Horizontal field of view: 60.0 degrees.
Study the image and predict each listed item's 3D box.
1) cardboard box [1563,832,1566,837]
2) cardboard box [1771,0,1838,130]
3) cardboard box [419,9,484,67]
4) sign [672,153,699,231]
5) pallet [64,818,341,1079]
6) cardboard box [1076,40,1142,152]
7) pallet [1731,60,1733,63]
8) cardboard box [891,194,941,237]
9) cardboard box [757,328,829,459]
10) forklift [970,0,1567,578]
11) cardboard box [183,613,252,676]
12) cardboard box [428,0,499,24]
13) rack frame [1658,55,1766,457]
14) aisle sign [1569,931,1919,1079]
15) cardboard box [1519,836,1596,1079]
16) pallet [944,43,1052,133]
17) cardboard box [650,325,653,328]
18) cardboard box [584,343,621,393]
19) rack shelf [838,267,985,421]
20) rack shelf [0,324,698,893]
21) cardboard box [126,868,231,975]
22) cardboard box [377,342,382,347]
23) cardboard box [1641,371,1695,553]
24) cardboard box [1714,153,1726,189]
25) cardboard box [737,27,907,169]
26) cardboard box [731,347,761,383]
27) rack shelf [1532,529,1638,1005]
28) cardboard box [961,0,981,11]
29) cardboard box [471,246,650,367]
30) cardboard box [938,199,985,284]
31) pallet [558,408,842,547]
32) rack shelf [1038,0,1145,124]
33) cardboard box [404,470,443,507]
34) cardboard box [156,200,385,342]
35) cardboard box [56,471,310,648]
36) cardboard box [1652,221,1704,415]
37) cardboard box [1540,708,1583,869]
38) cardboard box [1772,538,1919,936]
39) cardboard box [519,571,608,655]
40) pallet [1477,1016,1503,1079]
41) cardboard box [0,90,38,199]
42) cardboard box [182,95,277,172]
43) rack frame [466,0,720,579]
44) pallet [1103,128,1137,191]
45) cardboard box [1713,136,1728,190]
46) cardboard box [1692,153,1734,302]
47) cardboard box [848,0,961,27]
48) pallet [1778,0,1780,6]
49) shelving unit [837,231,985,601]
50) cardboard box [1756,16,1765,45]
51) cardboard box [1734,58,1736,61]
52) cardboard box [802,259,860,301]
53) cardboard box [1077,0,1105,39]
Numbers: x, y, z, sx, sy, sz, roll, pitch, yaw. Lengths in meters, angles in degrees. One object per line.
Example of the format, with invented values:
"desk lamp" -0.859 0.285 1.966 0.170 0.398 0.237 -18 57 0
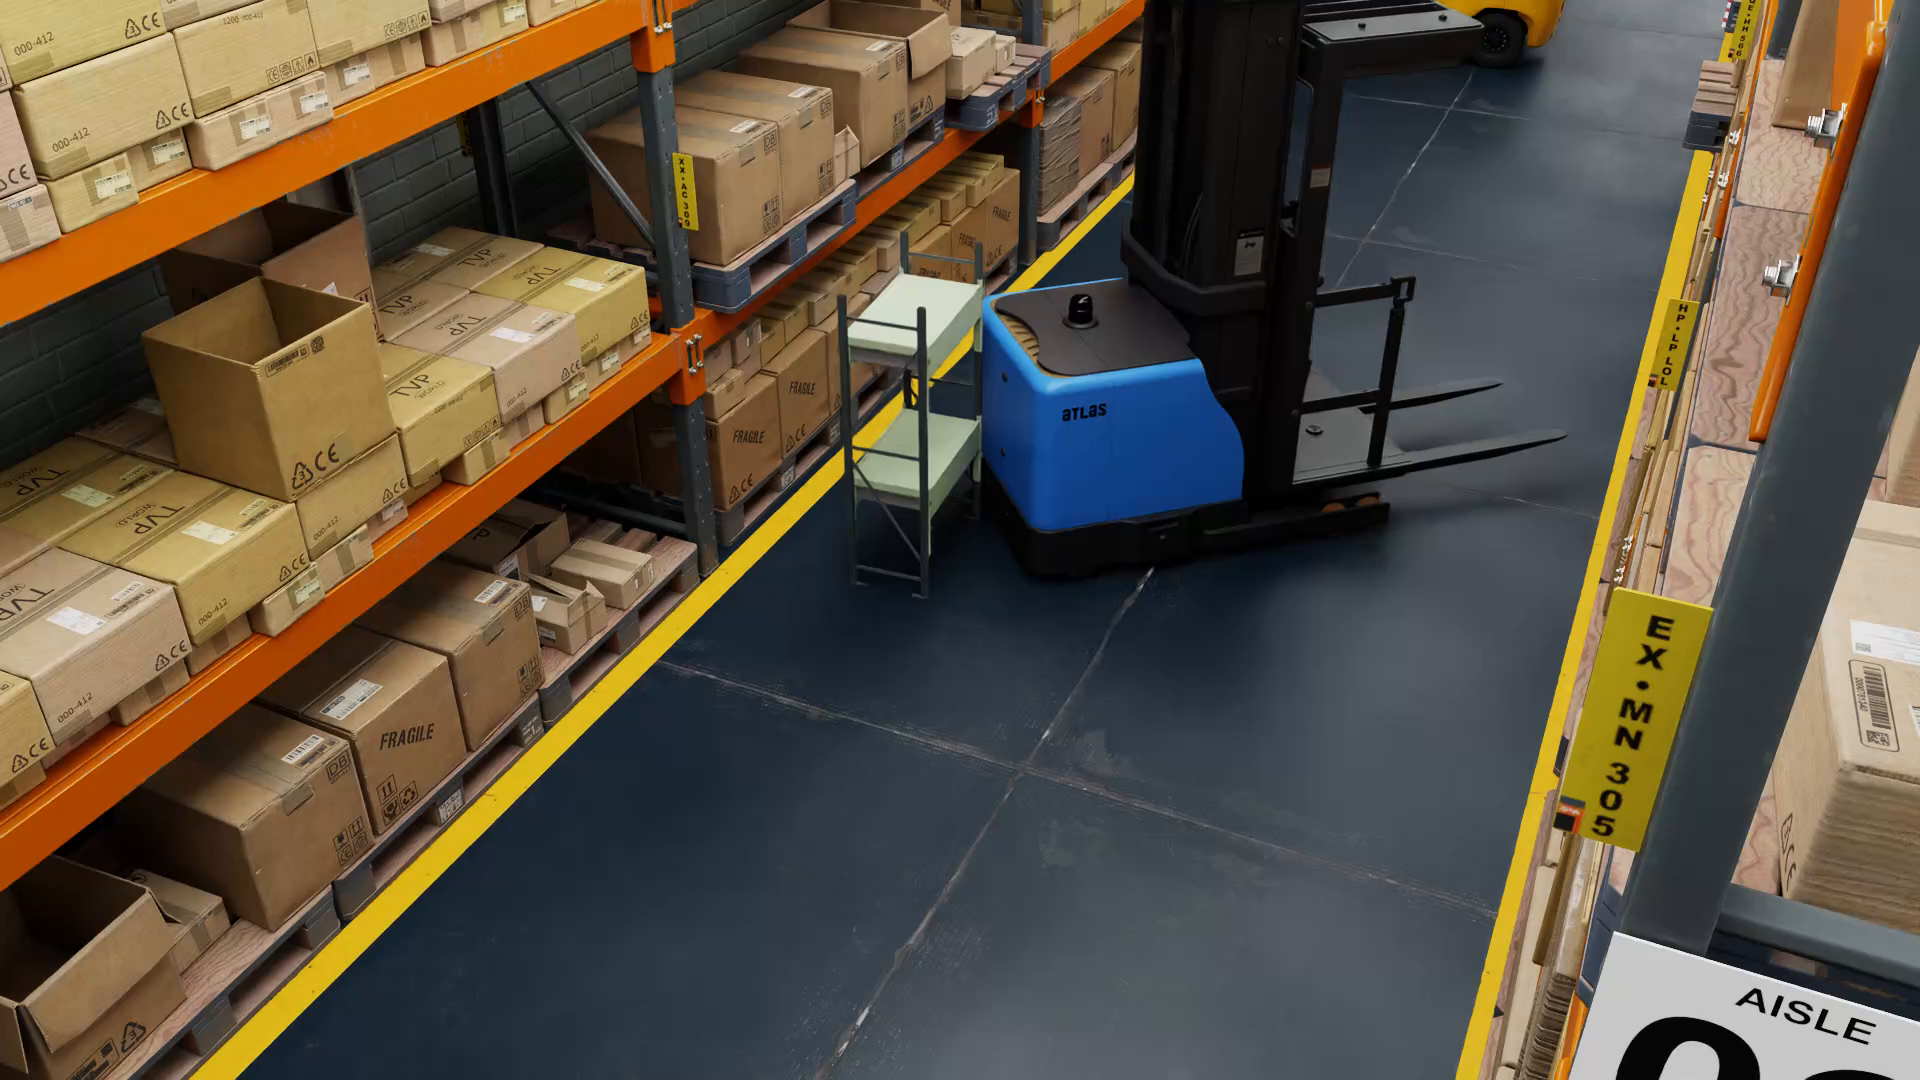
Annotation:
"cardboard box" 2.003 0.553 4.579 0.500 0.500 0.500 14 36 21
"cardboard box" 2.429 -1.343 4.262 0.500 0.500 0.500 15 36 21
"cardboard box" -1.859 -1.739 5.661 0.380 0.149 0.250 14 36 20
"sign" -1.148 -1.453 6.940 0.100 0.325 0.005 14 36 20
"pallet" -2.954 1.512 5.752 1.003 0.211 1.213 14 36 20
"cardboard box" 0.850 -3.356 12.415 0.875 0.625 0.625 13 35 19
"pallet" 6.970 -3.845 13.921 1.003 0.211 1.213 14 36 20
"cardboard box" -0.336 -1.916 9.741 0.380 0.149 0.250 15 36 22
"cardboard box" -1.024 -0.798 8.628 0.500 0.500 0.500 14 36 20
"forklift" 1.628 -1.509 7.878 3.031 2.935 1.130 -10 35 -15
"cardboard box" -2.521 0.264 5.341 0.380 0.149 0.250 15 36 21
"cardboard box" -1.827 -1.968 5.646 0.500 0.250 0.500 13 35 19
"rack frame" 2.865 -0.074 5.628 1.000 3.000 0.127 14 36 20
"aisle sign" 0.880 0.795 1.931 0.394 0.787 0.004 14 36 20
"cardboard box" 1.369 0.896 3.145 0.500 0.500 0.500 14 36 21
"pallet" -0.191 -2.769 9.913 1.213 0.211 1.003 14 36 20
"cardboard box" -1.647 -0.995 8.336 0.380 0.149 0.250 14 36 21
"cardboard box" -1.638 -0.755 6.895 0.380 0.149 0.250 15 36 22
"rack shelf" -0.210 -0.900 7.544 0.431 0.370 0.720 11 35 17
"rack shelf" -2.481 0.086 6.040 1.077 0.370 4.000 14 36 20
"cardboard box" -2.763 1.312 5.731 0.380 0.149 0.250 13 35 19
"cardboard box" -2.518 -0.580 6.265 0.500 0.250 0.500 15 36 22
"cardboard box" 2.229 -0.103 4.668 0.500 0.500 0.500 14 36 20
"cardboard box" 3.666 -1.515 7.505 0.500 0.250 0.500 14 36 20
"cardboard box" -0.694 -2.267 8.498 0.700 0.500 0.500 14 36 20
"cardboard box" -1.207 -0.886 8.171 0.380 0.149 0.250 13 35 19
"rack shelf" 2.029 1.223 4.306 1.077 0.370 4.000 14 36 20
"cardboard box" -0.036 -3.637 10.742 0.500 0.250 0.500 15 36 22
"cardboard box" -1.636 -0.963 6.849 0.500 0.250 0.500 15 36 22
"cardboard box" -0.172 -1.827 10.197 0.500 0.500 0.500 14 36 20
"pallet" -1.339 -0.459 8.757 1.003 0.211 1.213 14 36 20
"rack shelf" 0.866 -3.899 12.116 1.077 0.370 4.000 14 36 20
"cardboard box" -2.150 -0.259 6.138 0.380 0.149 0.250 15 36 21
"cardboard box" -2.509 -0.906 6.078 0.500 0.500 0.500 13 35 19
"cardboard box" -2.464 0.051 5.303 0.500 0.250 0.500 13 36 20
"cardboard box" 4.174 -1.029 8.638 0.875 0.875 0.875 14 36 20
"cardboard box" 2.505 1.110 5.776 0.875 0.438 0.875 14 36 20
"cardboard box" 1.298 0.264 2.039 0.500 0.250 0.500 11 35 16
"cardboard box" -1.760 0.279 7.199 0.396 0.266 0.258 15 36 22
"pallet" 1.967 2.062 4.912 1.003 0.211 1.213 14 36 20
"cardboard box" -2.690 -0.951 4.095 0.500 0.250 0.500 15 36 21
"cardboard box" -2.244 -1.215 4.861 0.380 0.149 0.250 14 36 21
"rack frame" -1.645 -1.211 7.362 1.000 3.000 0.127 14 36 20
"pallet" 0.921 -3.044 12.699 1.003 0.211 1.213 14 36 20
"cardboard box" 4.106 -1.818 8.423 0.500 0.250 0.500 14 36 20
"cardboard box" 3.034 -1.074 6.149 0.500 0.500 0.500 15 36 21
"cardboard box" -0.328 -3.200 9.921 0.500 0.500 0.500 16 36 23
"pallet" 3.204 -1.717 5.571 0.805 0.209 1.217 13 35 19
"shelving unit" -0.210 -0.574 7.758 0.431 1.500 0.755 11 35 17
"cardboard box" 3.912 -2.088 7.695 0.500 0.500 0.500 14 36 21
"cardboard box" 4.788 -2.904 9.789 0.380 0.149 0.250 15 36 21
"cardboard box" -0.763 -1.395 8.947 0.380 0.149 0.250 15 36 22
"cardboard box" 0.651 -3.555 11.073 0.500 0.250 0.500 13 36 19
